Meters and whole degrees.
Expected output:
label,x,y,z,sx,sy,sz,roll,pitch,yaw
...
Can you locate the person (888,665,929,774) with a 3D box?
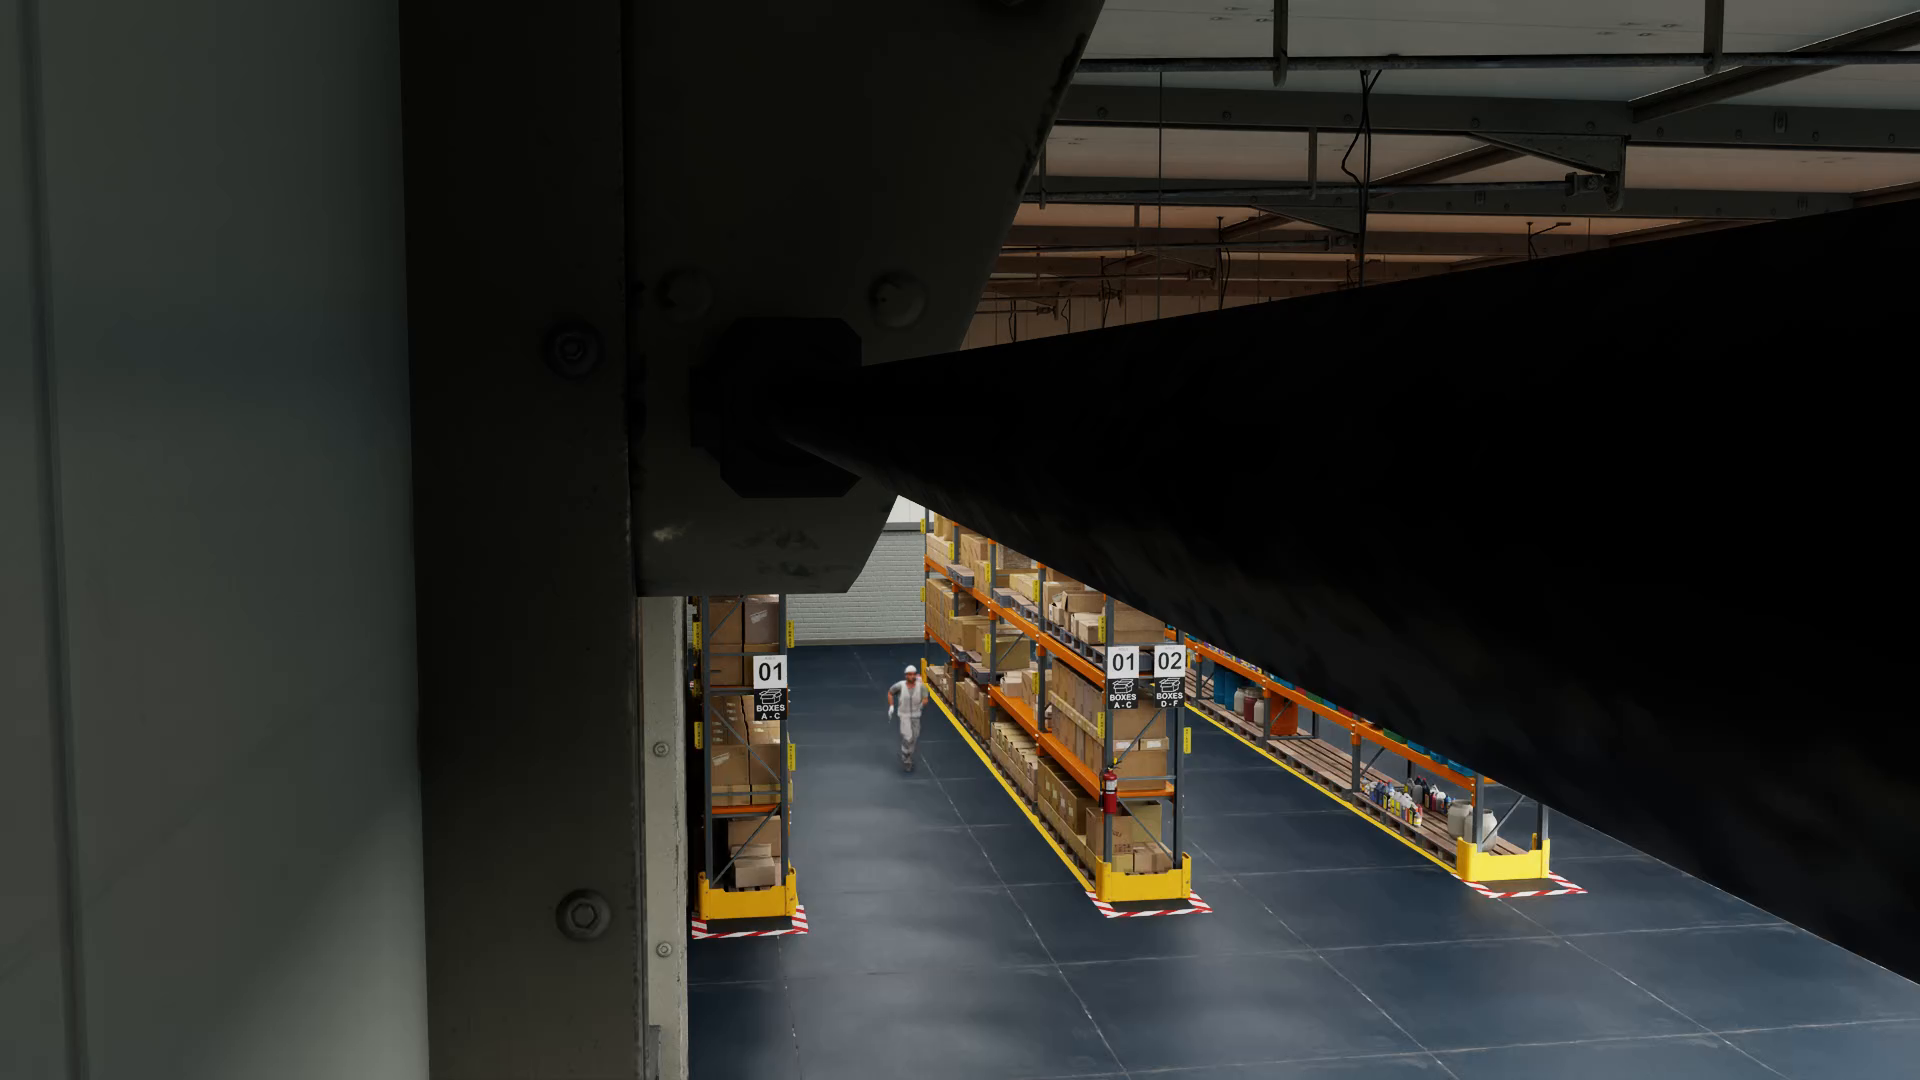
label,x,y,z,sx,sy,sz,roll,pitch,yaw
person,-0.843,2.994,27.819,0.644,1.812,0.821,-2,5,-18
